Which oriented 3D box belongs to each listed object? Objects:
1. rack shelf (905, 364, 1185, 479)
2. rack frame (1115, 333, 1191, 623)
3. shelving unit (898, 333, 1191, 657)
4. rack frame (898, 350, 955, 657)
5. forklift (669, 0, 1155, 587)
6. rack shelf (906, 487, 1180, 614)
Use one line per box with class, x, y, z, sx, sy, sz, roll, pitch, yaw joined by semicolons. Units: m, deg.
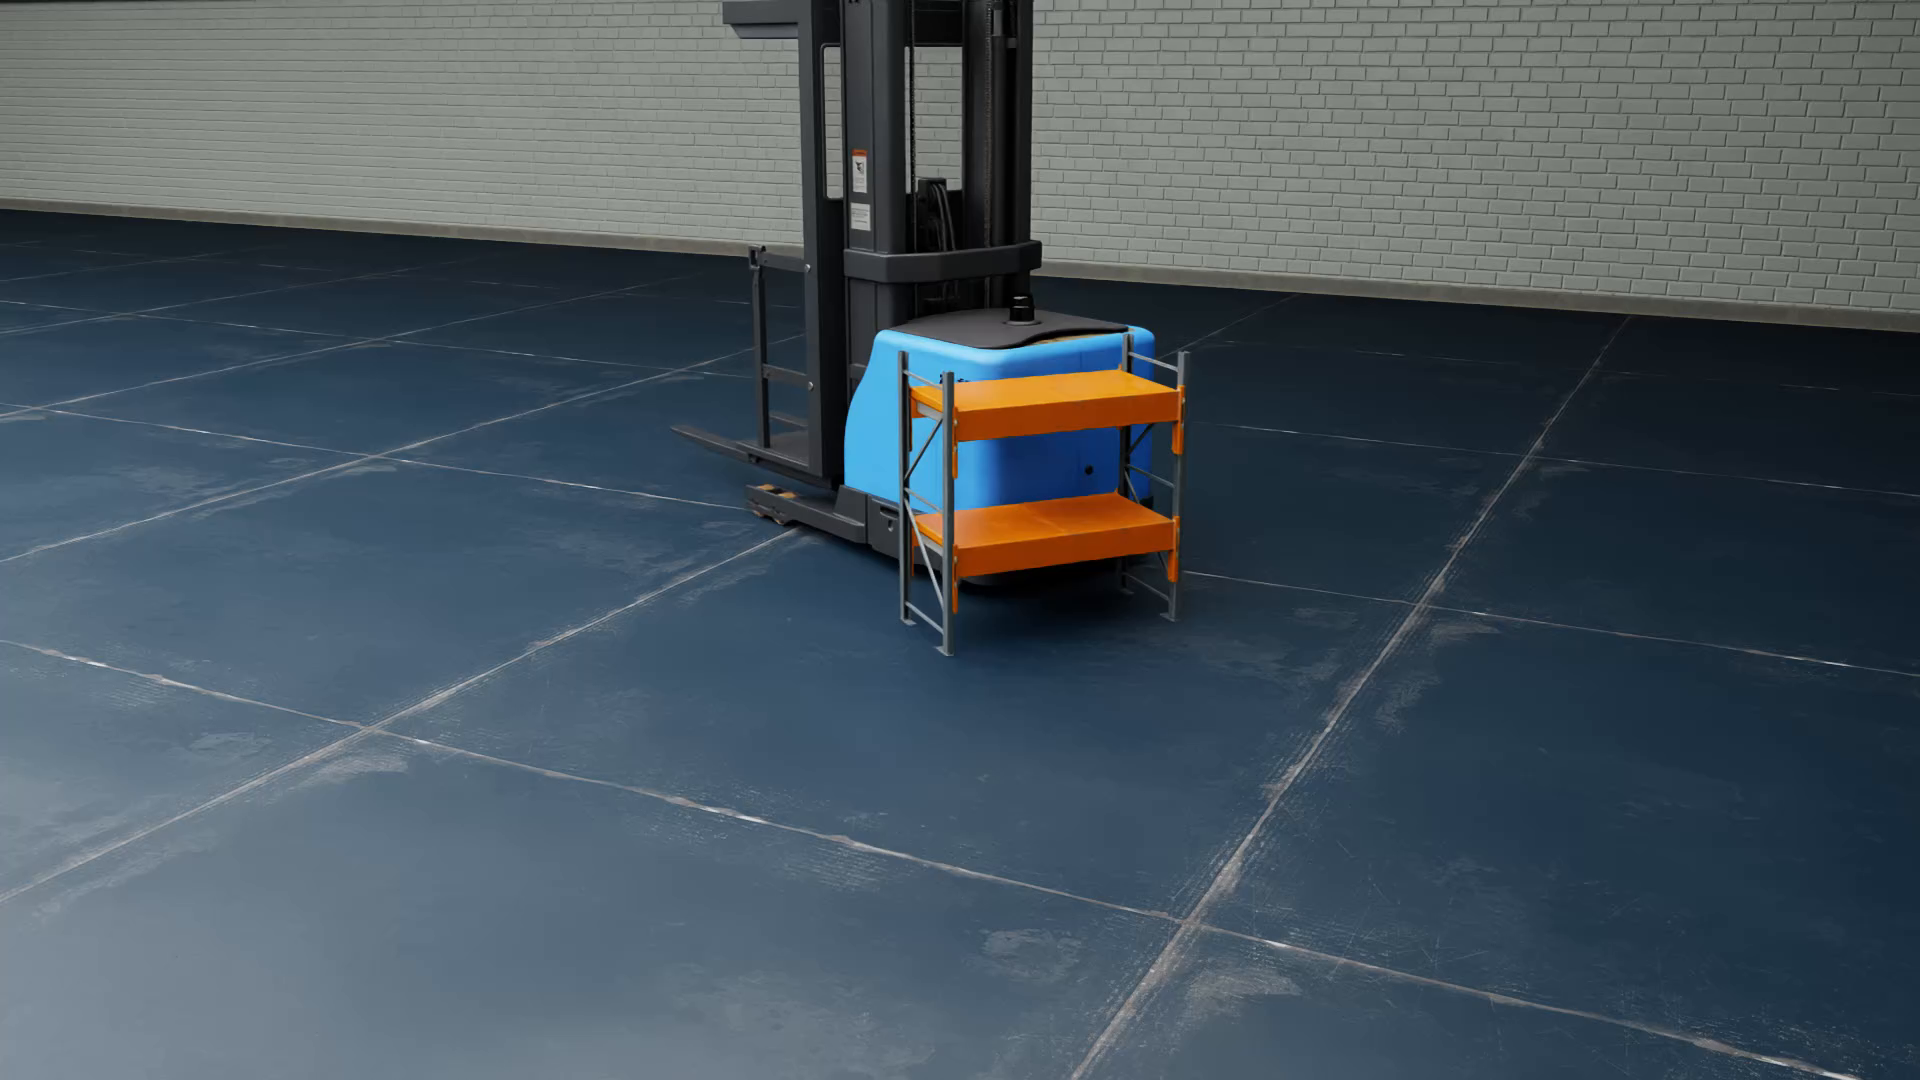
rack shelf;0.331;-0.487;6.659;1.000;0.278;0.538;-7;18;-23
rack frame;0.797;-0.264;6.937;0.032;1.125;0.500;-7;18;-23
shelving unit;0.331;-0.206;6.743;1.048;1.125;0.538;-7;18;-23
rack frame;-0.135;-0.148;6.548;0.032;1.125;0.500;-7;18;-23
forklift;-0.430;-1.556;8.114;1.130;2.935;3.031;-13;21;-37
rack shelf;0.331;0.028;6.812;1.000;0.278;0.538;-7;18;-23
